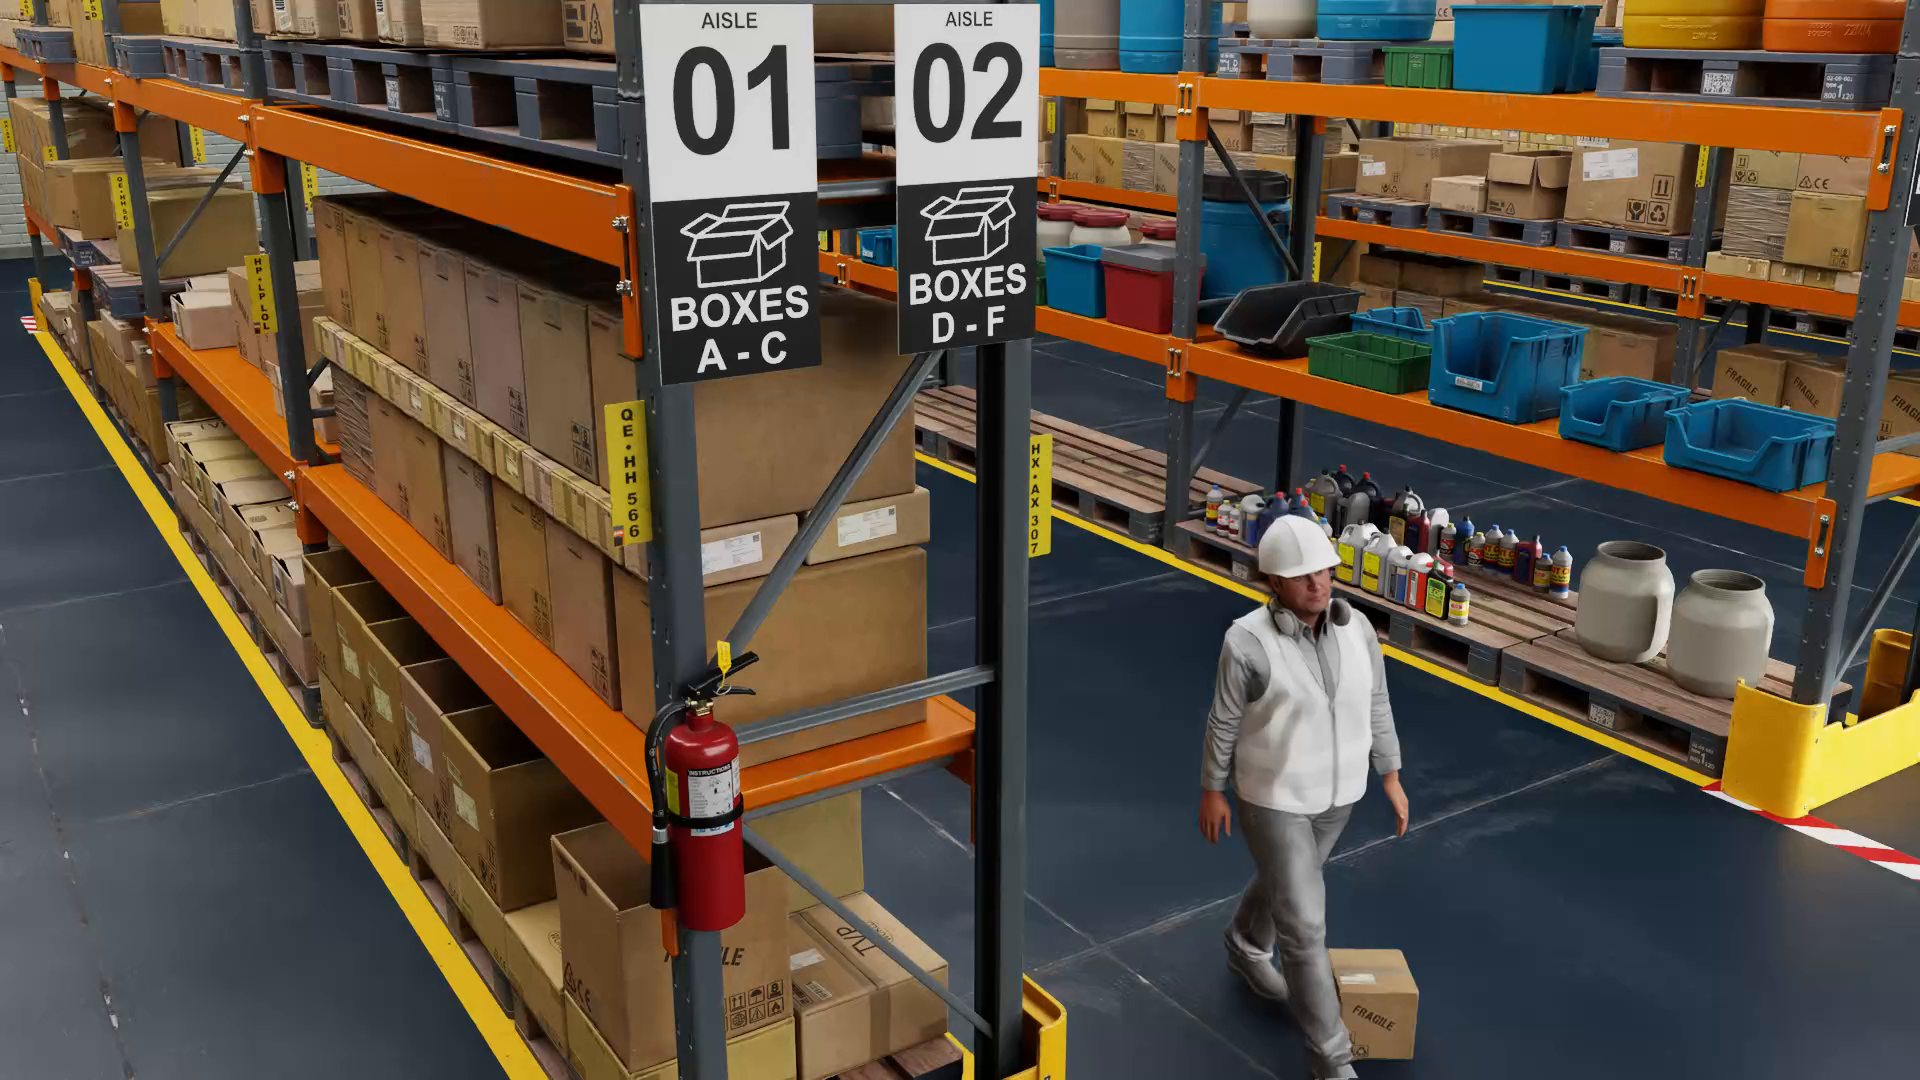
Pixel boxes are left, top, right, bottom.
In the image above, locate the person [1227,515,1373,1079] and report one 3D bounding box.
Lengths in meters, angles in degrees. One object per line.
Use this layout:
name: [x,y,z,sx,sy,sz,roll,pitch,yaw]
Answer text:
person: [1.091,0.784,5.070,0.447,1.744,0.907,-9,20,-25]
